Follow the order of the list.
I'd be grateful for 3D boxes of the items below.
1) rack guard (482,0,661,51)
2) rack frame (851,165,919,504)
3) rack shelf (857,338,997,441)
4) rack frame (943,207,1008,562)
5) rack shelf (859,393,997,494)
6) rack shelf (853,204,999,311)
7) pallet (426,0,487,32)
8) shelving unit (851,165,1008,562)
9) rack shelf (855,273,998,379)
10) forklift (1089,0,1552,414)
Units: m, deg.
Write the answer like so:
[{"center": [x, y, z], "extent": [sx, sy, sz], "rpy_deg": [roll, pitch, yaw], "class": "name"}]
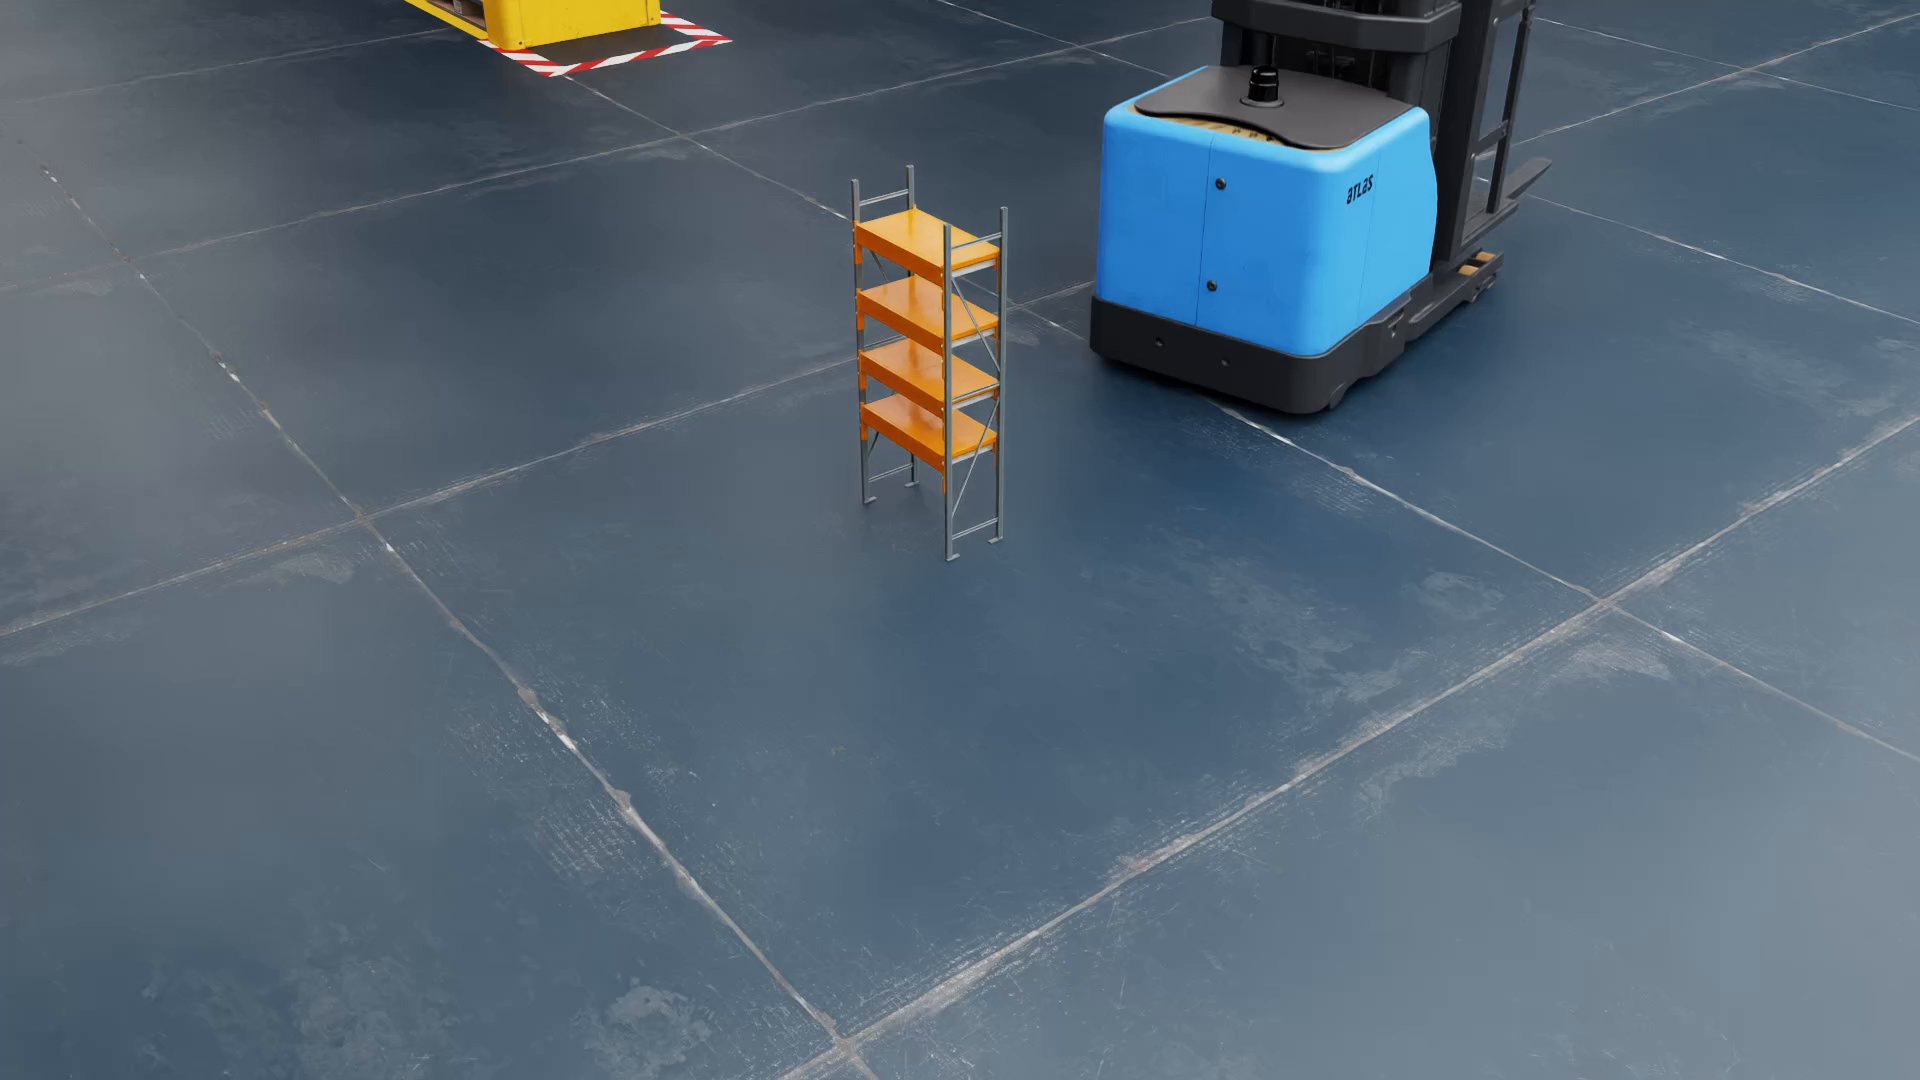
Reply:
[{"center": [-2.612, -3.676, 11.195], "extent": [1.175, 0.500, 0.348], "rpy_deg": [-22, 38, -31], "class": "rack guard"}, {"center": [-0.251, -0.680, 5.708], "extent": [0.240, 1.200, 0.015], "rpy_deg": [-22, 38, -31], "class": "rack frame"}, {"center": [-0.102, -0.522, 5.580], "extent": [0.258, 0.148, 0.480], "rpy_deg": [-22, 38, -31], "class": "rack shelf"}, {"center": [0.048, -0.477, 5.381], "extent": [0.240, 1.200, 0.015], "rpy_deg": [-22, 38, -31], "class": "rack frame"}, {"center": [-0.102, -0.353, 5.685], "extent": [0.258, 0.148, 0.480], "rpy_deg": [-22, 38, -31], "class": "rack shelf"}, {"center": [-0.102, -0.912, 5.337], "extent": [0.258, 0.148, 0.480], "rpy_deg": [-22, 38, -31], "class": "rack shelf"}, {"center": [-3.106, -3.894, 11.819], "extent": [1.003, 0.211, 1.213], "rpy_deg": [-22, 38, -31], "class": "pallet"}, {"center": [-0.102, -0.579, 5.545], "extent": [0.258, 1.200, 0.503], "rpy_deg": [-22, 38, -31], "class": "shelving unit"}, {"center": [-0.102, -0.712, 5.462], "extent": [0.258, 0.148, 0.480], "rpy_deg": [-22, 38, -31], "class": "rack shelf"}, {"center": [1.824, -2.450, 6.916], "extent": [1.130, 2.935, 3.031], "rpy_deg": [22, 38, 31], "class": "forklift"}]
